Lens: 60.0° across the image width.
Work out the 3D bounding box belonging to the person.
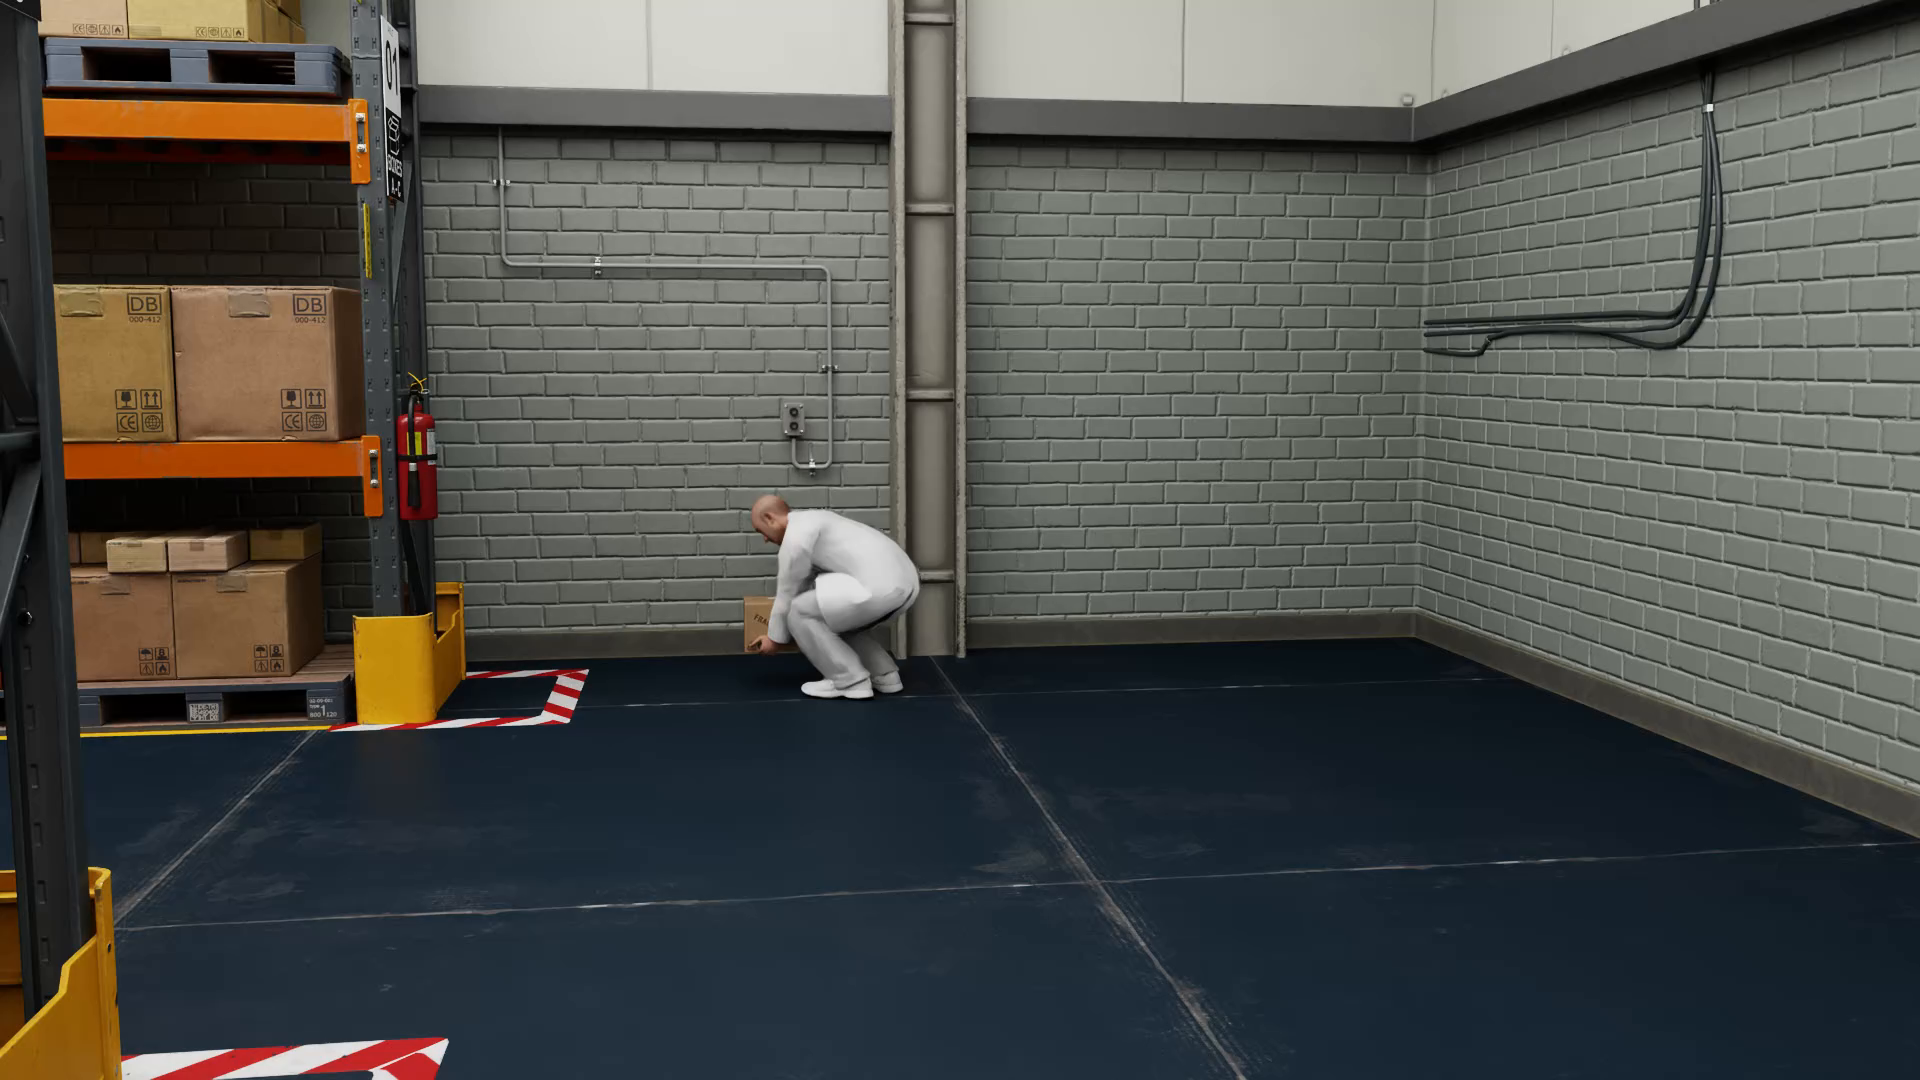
[{"bbox_3d":[-0.674,0.274,8.360,0.982,0.996,0.573,3,7,23],"label":"person"}]
